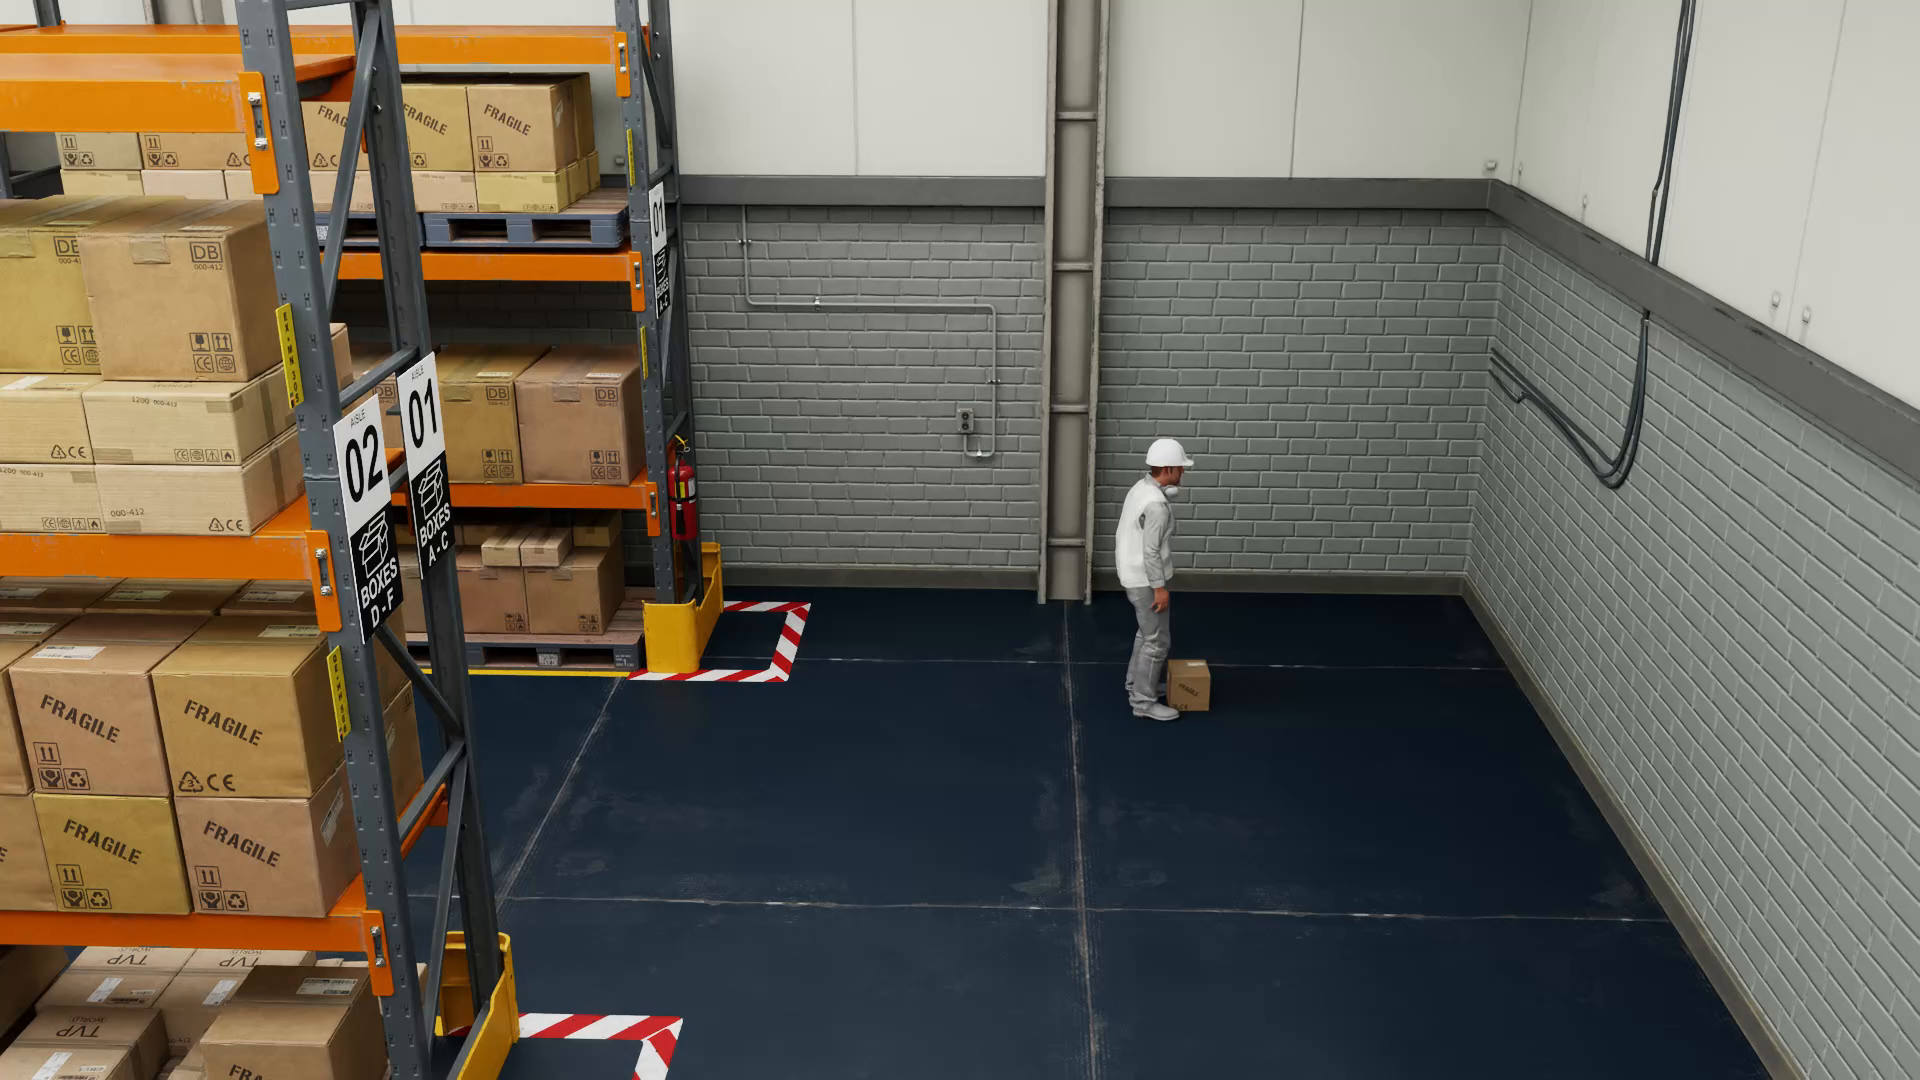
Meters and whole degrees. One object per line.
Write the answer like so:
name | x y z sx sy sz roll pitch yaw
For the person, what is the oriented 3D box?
person | 1.205 0.223 10.451 0.465 1.769 0.582 0 21 -1
